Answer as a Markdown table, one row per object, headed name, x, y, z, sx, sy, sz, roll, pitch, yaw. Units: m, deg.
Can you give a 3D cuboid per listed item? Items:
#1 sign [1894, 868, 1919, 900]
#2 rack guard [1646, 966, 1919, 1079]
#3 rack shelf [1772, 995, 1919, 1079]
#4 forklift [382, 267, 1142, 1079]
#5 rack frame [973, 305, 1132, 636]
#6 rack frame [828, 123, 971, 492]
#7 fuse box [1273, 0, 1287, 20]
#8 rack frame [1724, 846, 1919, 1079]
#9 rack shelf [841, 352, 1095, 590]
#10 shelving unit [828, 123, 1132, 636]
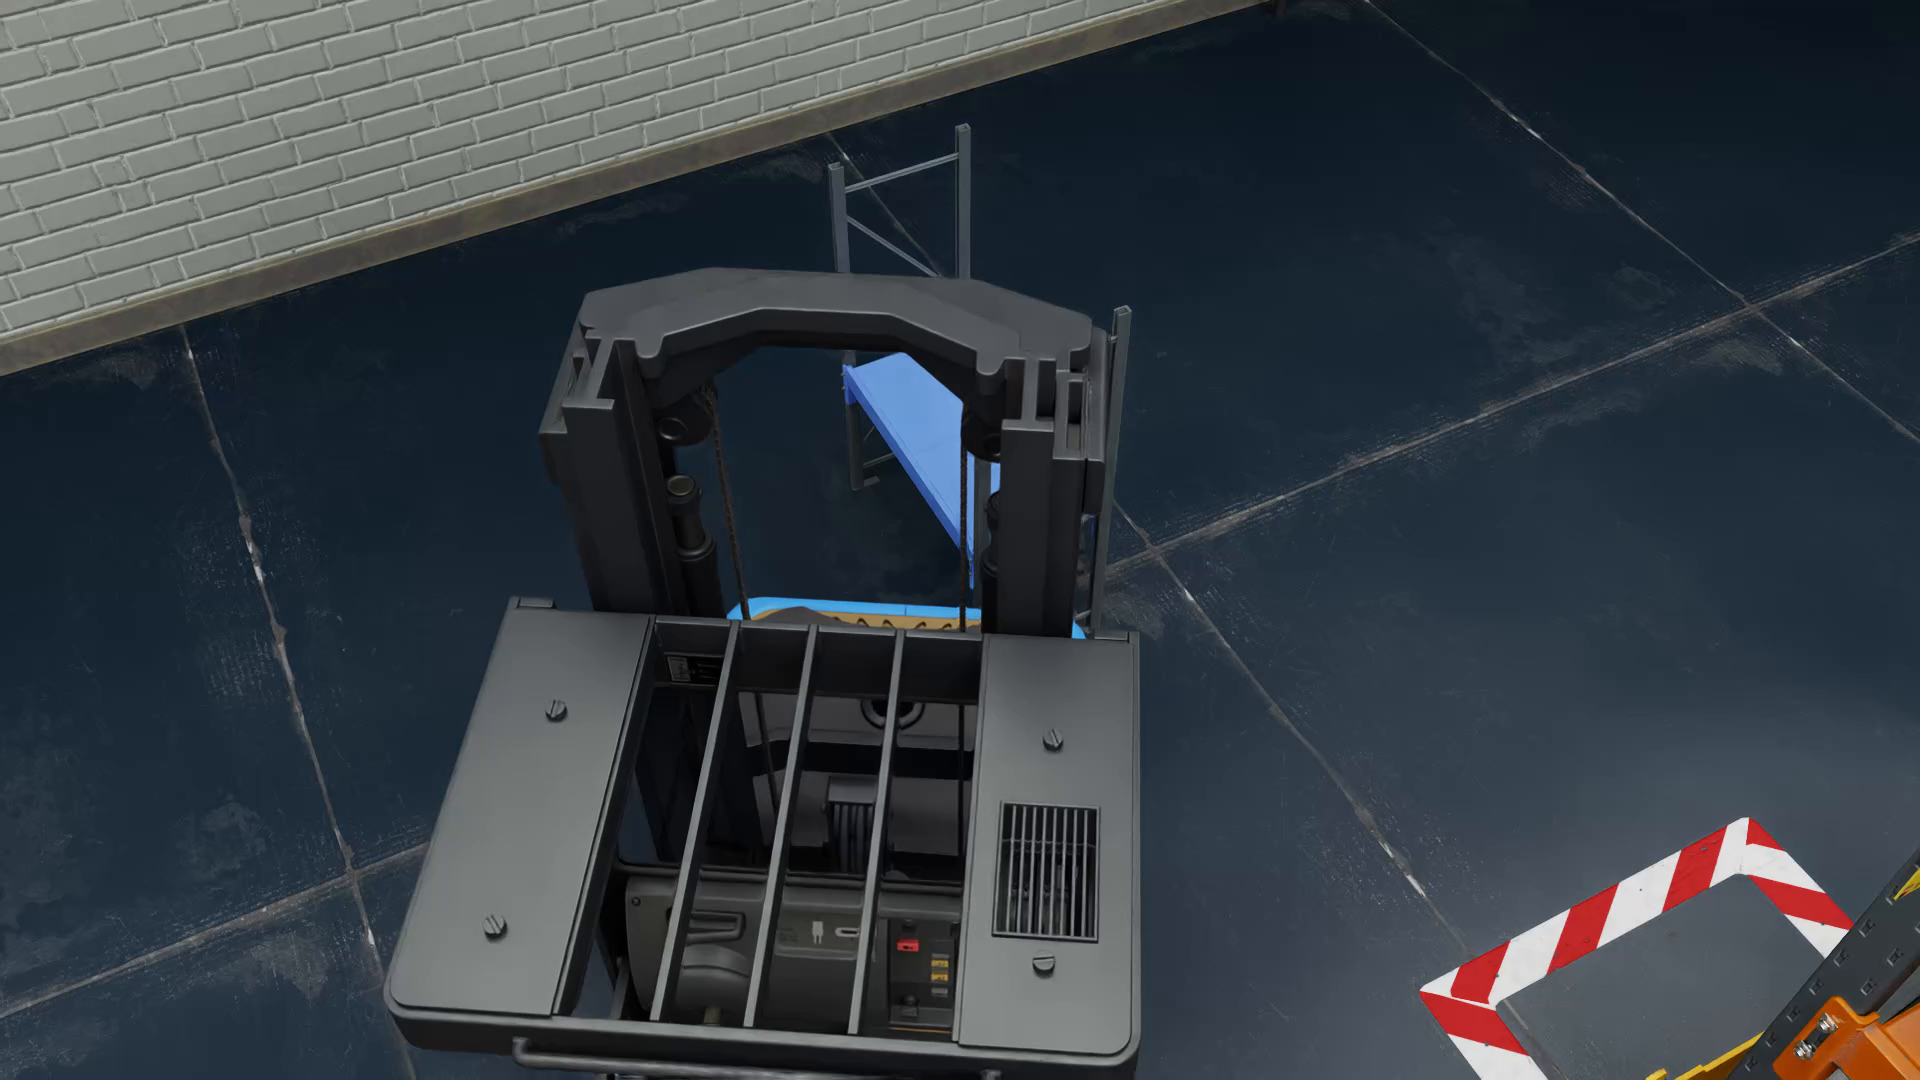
| name | x | y | z | sx | sy | sz | roll | pitch | yaw |
| --- | --- | --- | --- | --- | --- | --- | --- | --- | --- |
| sign | 1.860 | 0.576 | 3.126 | 0.100 | 0.325 | 0.005 | -21 | 52 | -18 |
| rack guard | 2.346 | 1.507 | 4.600 | 1.175 | 0.500 | 0.348 | -21 | 52 | -18 |
| rack shelf | 3.272 | 2.275 | 2.745 | 1.077 | 0.370 | 4.000 | -21 | 52 | -18 |
| forklift | -0.257 | 1.031 | 3.401 | 1.130 | 2.935 | 3.031 | 3 | 49 | 3 |
| rack frame | 0.272 | -0.096 | 5.338 | 0.500 | 1.500 | 0.032 | -21 | 52 | -18 |
| rack frame | -0.194 | -0.777 | 5.933 | 0.500 | 1.500 | 0.032 | -21 | 52 | -18 |
| fuse box | 1.690 | -3.268 | 7.971 | 0.539 | 1.711 | 0.414 | -21 | 52 | -18 |
| rack frame | 2.356 | 0.700 | 3.645 | 1.000 | 3.000 | 0.127 | -21 | 52 | -18 |
| rack shelf | 0.039 | -0.318 | 5.771 | 0.538 | 0.185 | 1.000 | -21 | 52 | -18 |
| shelving unit | 0.039 | -0.437 | 5.636 | 0.538 | 1.500 | 1.048 | -21 | 52 | -18 |
